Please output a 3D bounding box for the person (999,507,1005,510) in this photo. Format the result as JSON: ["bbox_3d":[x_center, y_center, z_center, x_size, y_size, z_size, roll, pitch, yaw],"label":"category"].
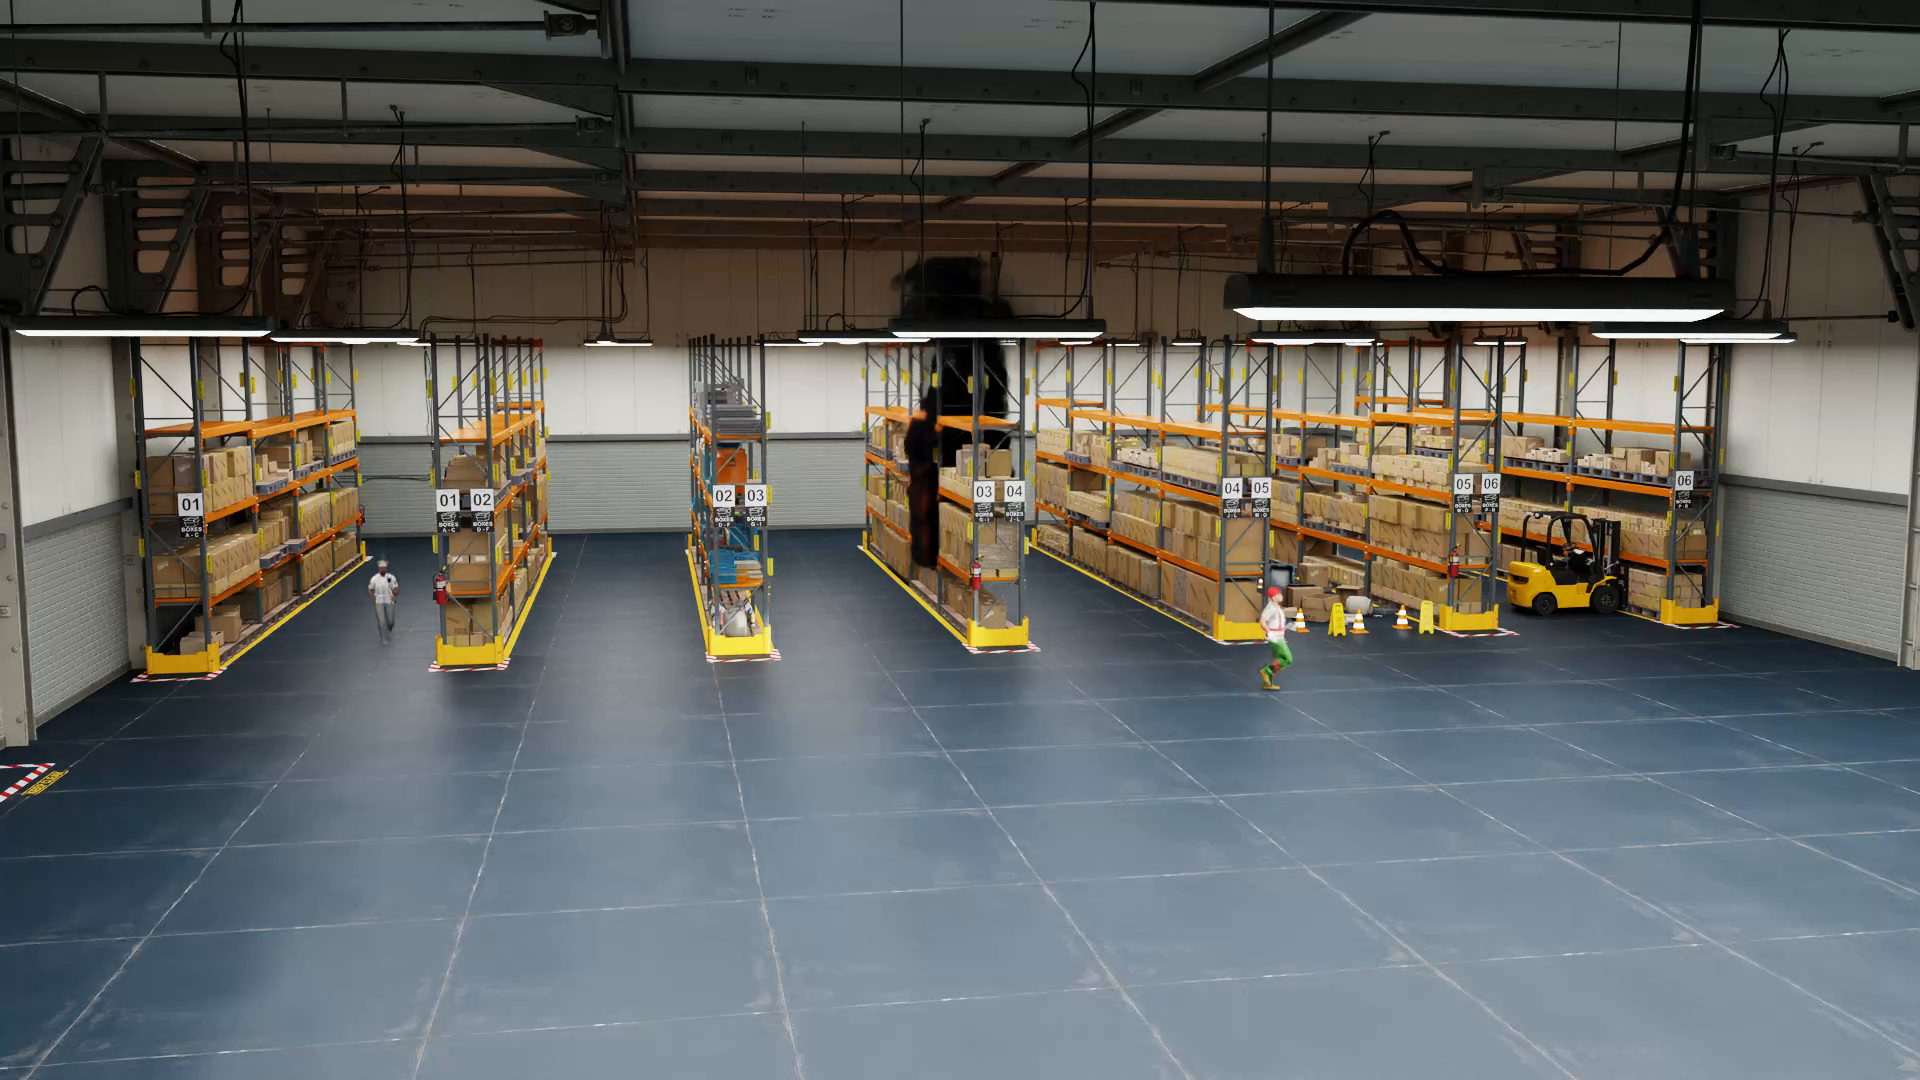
[{"bbox_3d":[1.118,-0.581,47.697,0.712,1.720,0.515,1,7,10],"label":"person"}]

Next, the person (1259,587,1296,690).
[{"bbox_3d":[5.351,1.656,27.941,0.576,1.740,0.650,2,7,17],"label":"person"}]

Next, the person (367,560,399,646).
[{"bbox_3d":[-11.197,1.206,32.298,0.574,1.650,0.587,-3,7,-21],"label":"person"}]
